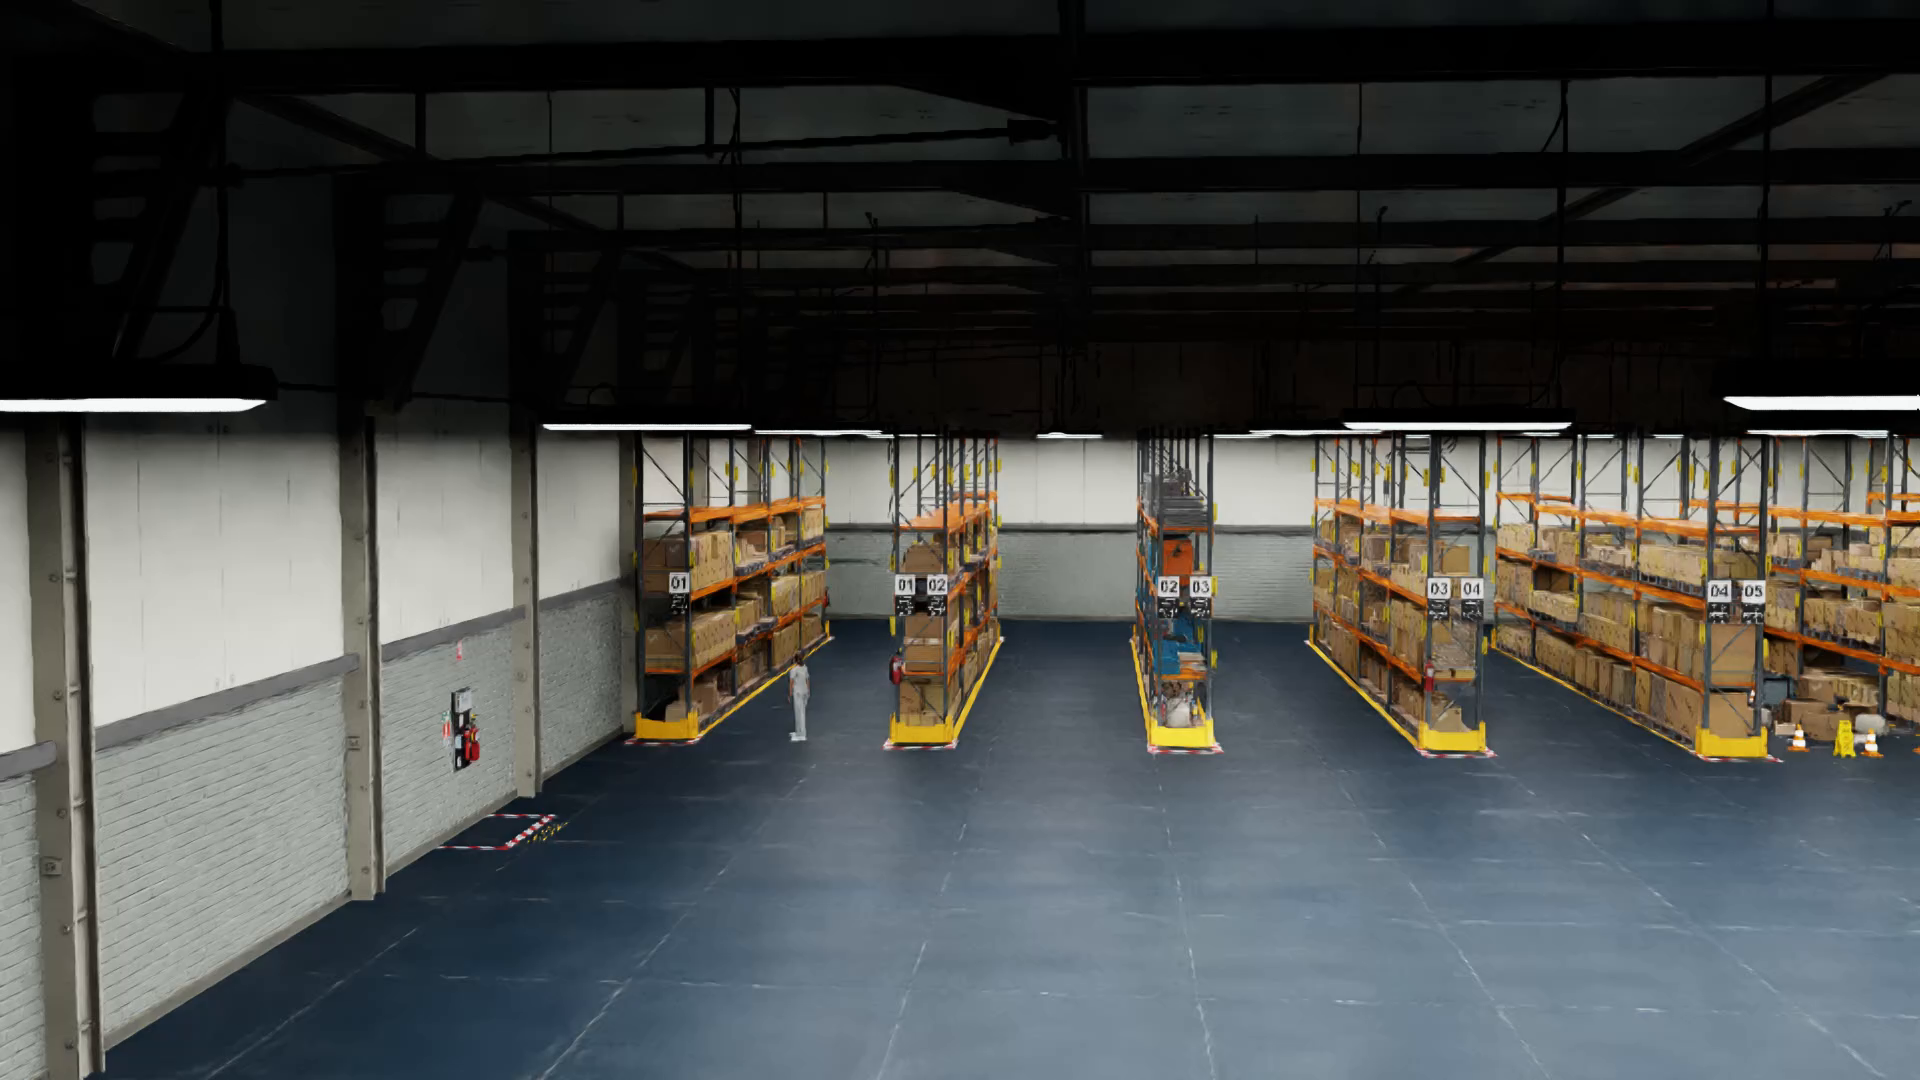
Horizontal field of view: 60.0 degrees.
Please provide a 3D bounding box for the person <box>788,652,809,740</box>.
[{"bbox_3d":[-3.109,2.959,31.810,0.552,1.666,0.564,2,4,34],"label":"person"}]

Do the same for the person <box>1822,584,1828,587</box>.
[{"bbox_3d":[24.170,2.073,46.487,0.636,1.724,1.045,2,4,26],"label":"person"}]
